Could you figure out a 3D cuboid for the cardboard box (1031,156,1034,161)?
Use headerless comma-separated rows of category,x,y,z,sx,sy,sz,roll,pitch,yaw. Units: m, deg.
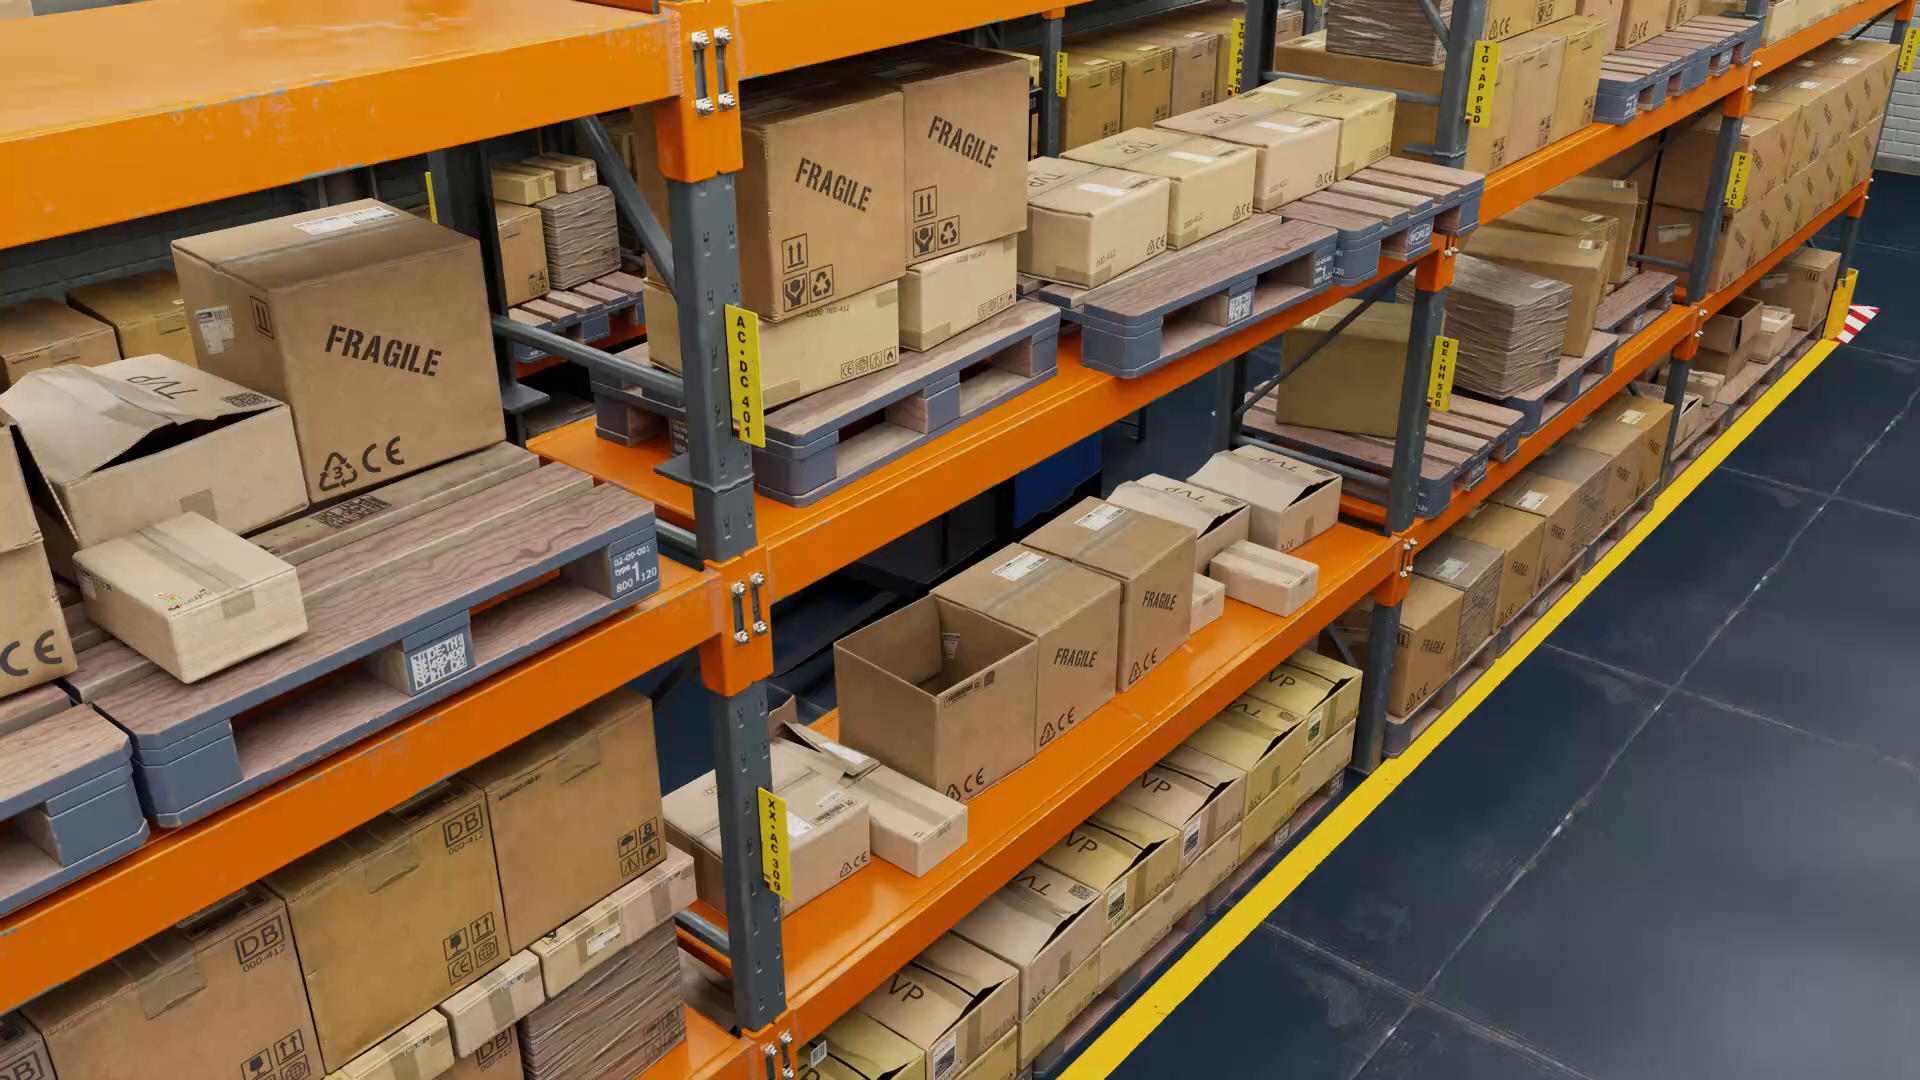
cardboard box,0.348,-2.913,12.869,0.380,0.149,0.250,21,34,35

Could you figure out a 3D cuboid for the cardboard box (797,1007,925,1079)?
cardboard box,-0.464,1.776,5.478,0.500,0.311,0.500,21,34,35

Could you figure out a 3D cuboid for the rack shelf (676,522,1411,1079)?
rack shelf,0.353,0.674,6.465,1.077,0.370,4.000,21,34,34

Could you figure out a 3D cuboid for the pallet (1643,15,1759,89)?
pallet,3.701,-2.810,9.358,1.213,0.211,1.003,21,34,34

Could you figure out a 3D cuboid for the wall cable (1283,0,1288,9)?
wall cable,2.974,-5.819,17.127,0.084,1.984,1.851,21,34,34

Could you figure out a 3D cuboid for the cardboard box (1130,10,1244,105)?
cardboard box,2.118,-4.325,15.020,0.980,0.700,0.700,20,34,34

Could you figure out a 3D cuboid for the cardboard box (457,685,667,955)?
cardboard box,-1.196,0.603,4.300,0.700,0.500,0.500,21,34,35

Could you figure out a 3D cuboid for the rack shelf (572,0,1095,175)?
rack shelf,0.353,-1.812,5.178,1.077,0.370,4.000,21,34,34

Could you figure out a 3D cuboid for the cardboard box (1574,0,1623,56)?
cardboard box,2.946,-2.749,8.360,0.600,0.600,0.600,19,33,33

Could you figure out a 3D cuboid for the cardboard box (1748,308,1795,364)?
cardboard box,5.931,-1.572,12.538,0.500,0.250,0.500,21,34,34

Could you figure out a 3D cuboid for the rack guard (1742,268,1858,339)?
rack guard,6.666,-2.053,13.675,1.175,0.500,0.348,21,34,34

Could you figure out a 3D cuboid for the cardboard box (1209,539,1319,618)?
cardboard box,1.267,0.157,6.955,0.380,0.149,0.250,21,34,34

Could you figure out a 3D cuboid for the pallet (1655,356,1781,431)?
pallet,5.383,-1.211,12.362,1.003,0.211,1.213,21,34,34

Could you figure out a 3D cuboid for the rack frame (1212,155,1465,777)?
rack frame,1.626,-0.354,7.670,1.000,3.000,0.127,21,34,34

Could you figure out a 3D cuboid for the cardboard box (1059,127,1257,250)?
cardboard box,0.688,-1.238,5.821,0.500,0.250,0.500,20,33,33

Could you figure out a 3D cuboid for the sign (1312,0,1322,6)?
sign,3.299,-5.093,15.312,0.100,0.325,0.005,21,34,34

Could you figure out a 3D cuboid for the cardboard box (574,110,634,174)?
cardboard box,-2.111,-2.556,10.655,0.500,0.250,0.500,22,34,36

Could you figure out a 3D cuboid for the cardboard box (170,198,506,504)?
cardboard box,-1.443,-0.460,3.891,0.500,0.500,0.500,24,36,38

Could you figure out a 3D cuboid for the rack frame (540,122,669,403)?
rack frame,-2.199,-1.801,10.466,1.000,3.000,0.127,21,34,34

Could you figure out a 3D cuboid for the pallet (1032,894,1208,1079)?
pallet,0.296,1.595,6.936,1.003,0.211,1.213,21,34,34

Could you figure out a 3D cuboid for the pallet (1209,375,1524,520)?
pallet,2.003,-0.530,8.218,1.213,0.211,1.003,21,34,34

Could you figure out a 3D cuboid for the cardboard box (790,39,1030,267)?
cardboard box,-0.152,-1.137,4.809,0.500,0.500,0.500,-25,36,-39

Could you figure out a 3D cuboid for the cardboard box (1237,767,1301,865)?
cardboard box,1.154,1.122,7.352,0.500,0.250,0.500,20,34,34

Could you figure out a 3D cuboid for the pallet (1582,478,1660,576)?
pallet,3.682,-0.234,10.473,1.003,0.211,1.213,21,34,34

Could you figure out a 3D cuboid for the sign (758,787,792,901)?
sign,-0.489,0.806,4.399,0.100,0.325,0.005,21,34,34

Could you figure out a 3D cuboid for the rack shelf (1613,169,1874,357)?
rack shelf,5.442,-2.162,11.947,1.077,0.370,4.000,21,34,34

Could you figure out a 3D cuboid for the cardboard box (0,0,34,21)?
cardboard box,-4.334,-2.116,7.245,0.500,0.500,0.500,-23,35,-37

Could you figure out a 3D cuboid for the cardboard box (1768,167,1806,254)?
cardboard box,5.347,-2.277,11.278,0.500,0.500,0.500,21,34,34

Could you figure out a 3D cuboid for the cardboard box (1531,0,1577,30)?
cardboard box,2.557,-2.689,7.723,0.500,0.500,0.500,21,34,34

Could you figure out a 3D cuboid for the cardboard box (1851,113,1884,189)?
cardboard box,6.639,-2.997,12.669,0.500,0.500,0.500,22,35,36

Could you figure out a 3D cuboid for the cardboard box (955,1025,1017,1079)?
cardboard box,-0.145,1.847,5.950,0.500,0.250,0.500,22,34,36

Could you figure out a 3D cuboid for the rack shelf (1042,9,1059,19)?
rack shelf,-0.927,-3.522,11.313,1.077,0.370,4.000,21,34,34

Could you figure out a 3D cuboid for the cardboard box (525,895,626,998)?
cardboard box,-1.085,0.978,4.281,0.380,0.149,0.250,20,33,33

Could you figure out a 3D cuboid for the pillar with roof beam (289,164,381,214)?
pillar with roof beam,-0.372,-2.999,6.253,9.100,9.000,0.400,21,34,34

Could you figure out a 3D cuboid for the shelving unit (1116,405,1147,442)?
shelving unit,0.786,-1.228,10.991,0.538,1.500,1.048,18,32,30

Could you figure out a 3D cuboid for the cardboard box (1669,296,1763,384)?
cardboard box,5.361,-1.527,12.174,0.797,0.503,0.637,21,34,34

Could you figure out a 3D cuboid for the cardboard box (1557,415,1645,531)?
cardboard box,3.756,-0.426,10.051,0.500,0.500,0.500,21,34,35

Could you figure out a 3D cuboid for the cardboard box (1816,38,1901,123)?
cardboard box,6.643,-3.441,12.440,0.500,0.500,0.500,20,34,34

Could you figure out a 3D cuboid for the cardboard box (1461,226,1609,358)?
cardboard box,3.094,-1.359,9.046,0.700,0.500,0.500,12,30,22

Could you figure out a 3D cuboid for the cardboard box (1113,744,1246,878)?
cardboard box,0.834,1.054,6.874,0.500,0.311,0.500,20,34,34

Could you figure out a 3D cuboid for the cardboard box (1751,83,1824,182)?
cardboard box,5.342,-2.711,11.029,0.500,0.500,0.500,20,33,33

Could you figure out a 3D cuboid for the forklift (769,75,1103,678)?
forklift,-0.354,-1.067,9.122,1.130,2.935,3.031,18,32,30

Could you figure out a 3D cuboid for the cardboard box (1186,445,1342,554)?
cardboard box,1.361,-0.198,7.466,0.500,0.311,0.500,23,35,37

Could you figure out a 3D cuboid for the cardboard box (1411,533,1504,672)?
cardboard box,2.464,0.296,8.656,0.500,0.500,0.500,19,33,33

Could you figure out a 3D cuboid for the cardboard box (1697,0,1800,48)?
cardboard box,4.670,-3.138,9.950,0.500,0.250,0.500,21,34,34

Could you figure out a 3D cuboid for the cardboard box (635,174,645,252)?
cardboard box,-1.693,-2.083,10.558,0.500,0.500,0.500,22,35,36

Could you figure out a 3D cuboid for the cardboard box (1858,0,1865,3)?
cardboard box,5.956,-3.842,11.311,0.500,0.250,0.500,21,34,34

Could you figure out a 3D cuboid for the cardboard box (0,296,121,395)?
cardboard box,-4.393,-0.793,7.930,0.700,0.500,0.500,21,34,35

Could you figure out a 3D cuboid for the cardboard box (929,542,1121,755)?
cardboard box,0.236,0.388,6.127,0.500,0.500,0.500,21,34,34
